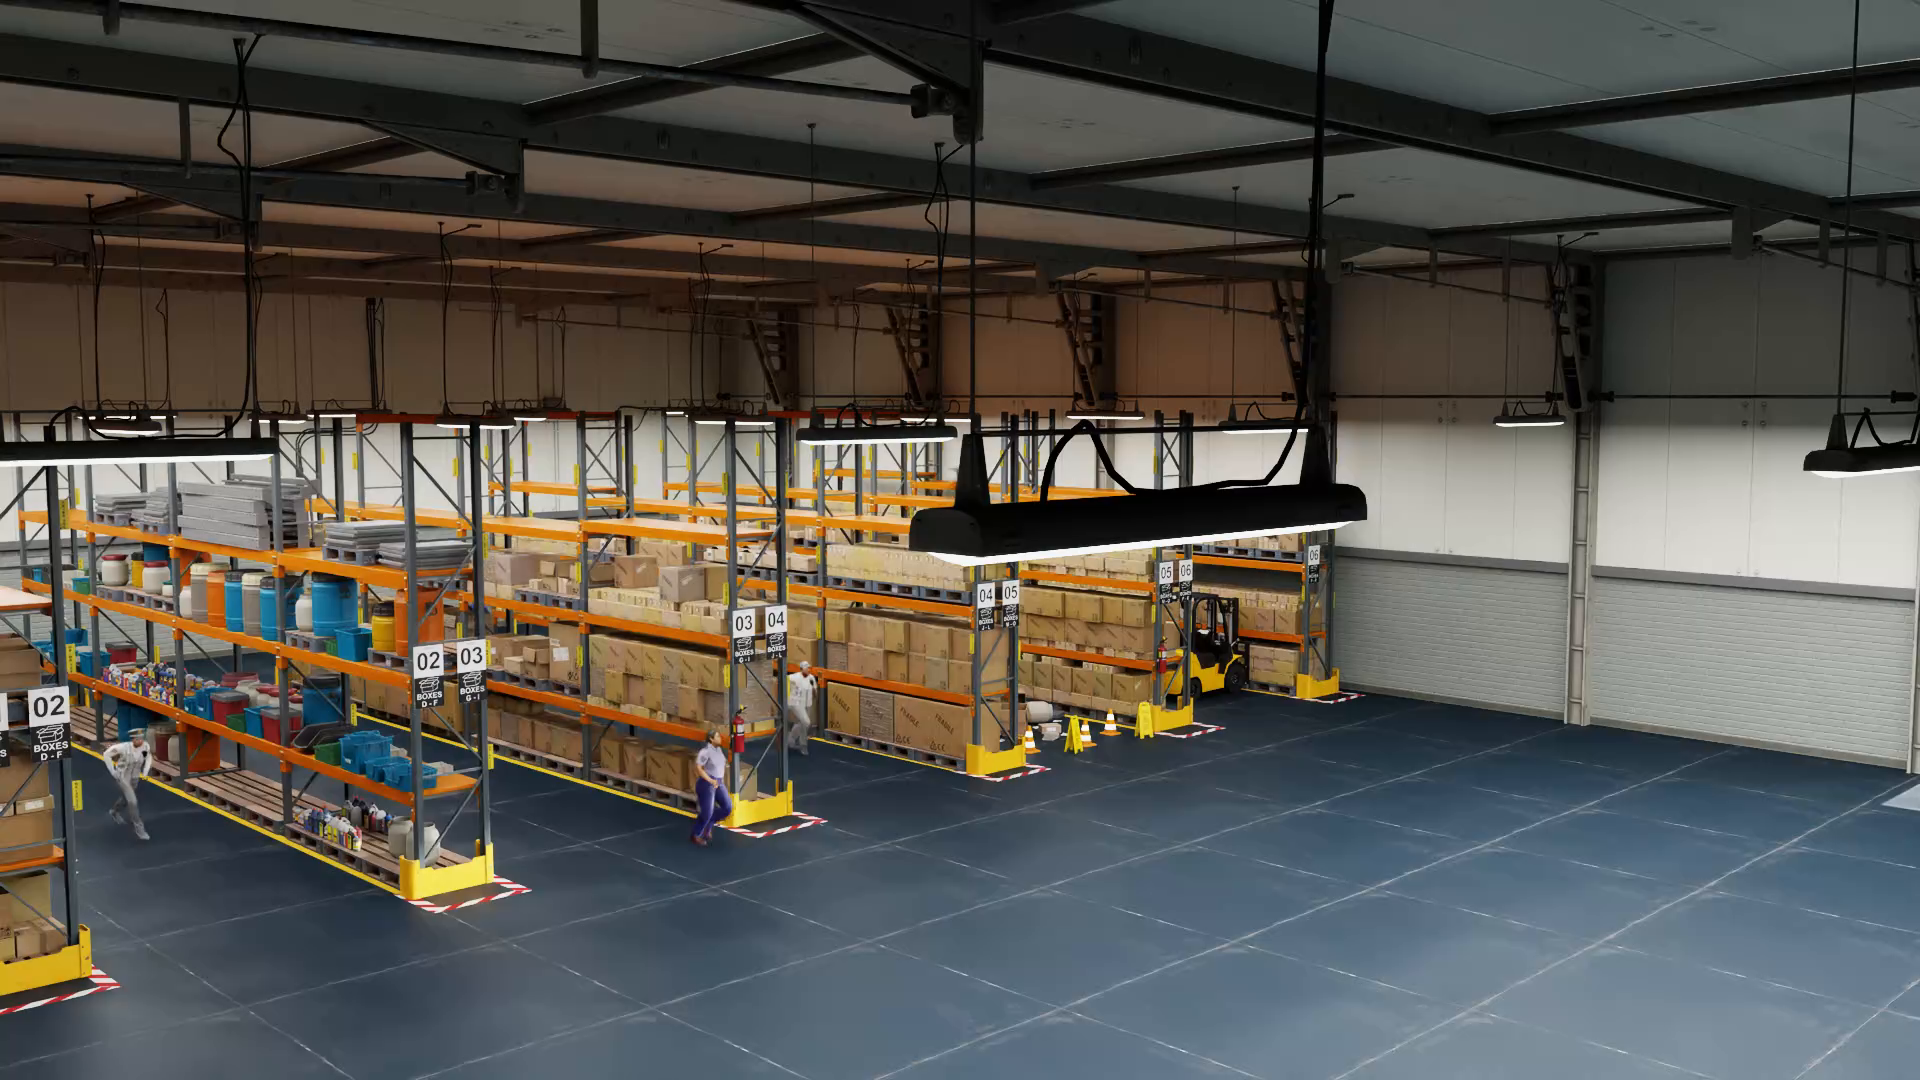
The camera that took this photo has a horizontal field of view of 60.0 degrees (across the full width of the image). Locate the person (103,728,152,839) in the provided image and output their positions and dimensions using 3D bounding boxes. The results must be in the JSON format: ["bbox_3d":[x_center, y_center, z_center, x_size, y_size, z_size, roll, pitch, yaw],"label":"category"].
[{"bbox_3d":[-12.032,3.479,23.980,0.968,1.628,0.655,4,6,38],"label":"person"}]

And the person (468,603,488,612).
[{"bbox_3d":[-11.620,2.077,39.784,0.638,1.603,0.589,2,6,26],"label":"person"}]

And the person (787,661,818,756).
[{"bbox_3d":[-2.830,2.961,29.409,0.628,1.686,0.809,-5,7,-43],"label":"person"}]

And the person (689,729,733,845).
[{"bbox_3d":[-3.494,3.490,23.626,0.548,1.593,0.666,2,5,25],"label":"person"}]
